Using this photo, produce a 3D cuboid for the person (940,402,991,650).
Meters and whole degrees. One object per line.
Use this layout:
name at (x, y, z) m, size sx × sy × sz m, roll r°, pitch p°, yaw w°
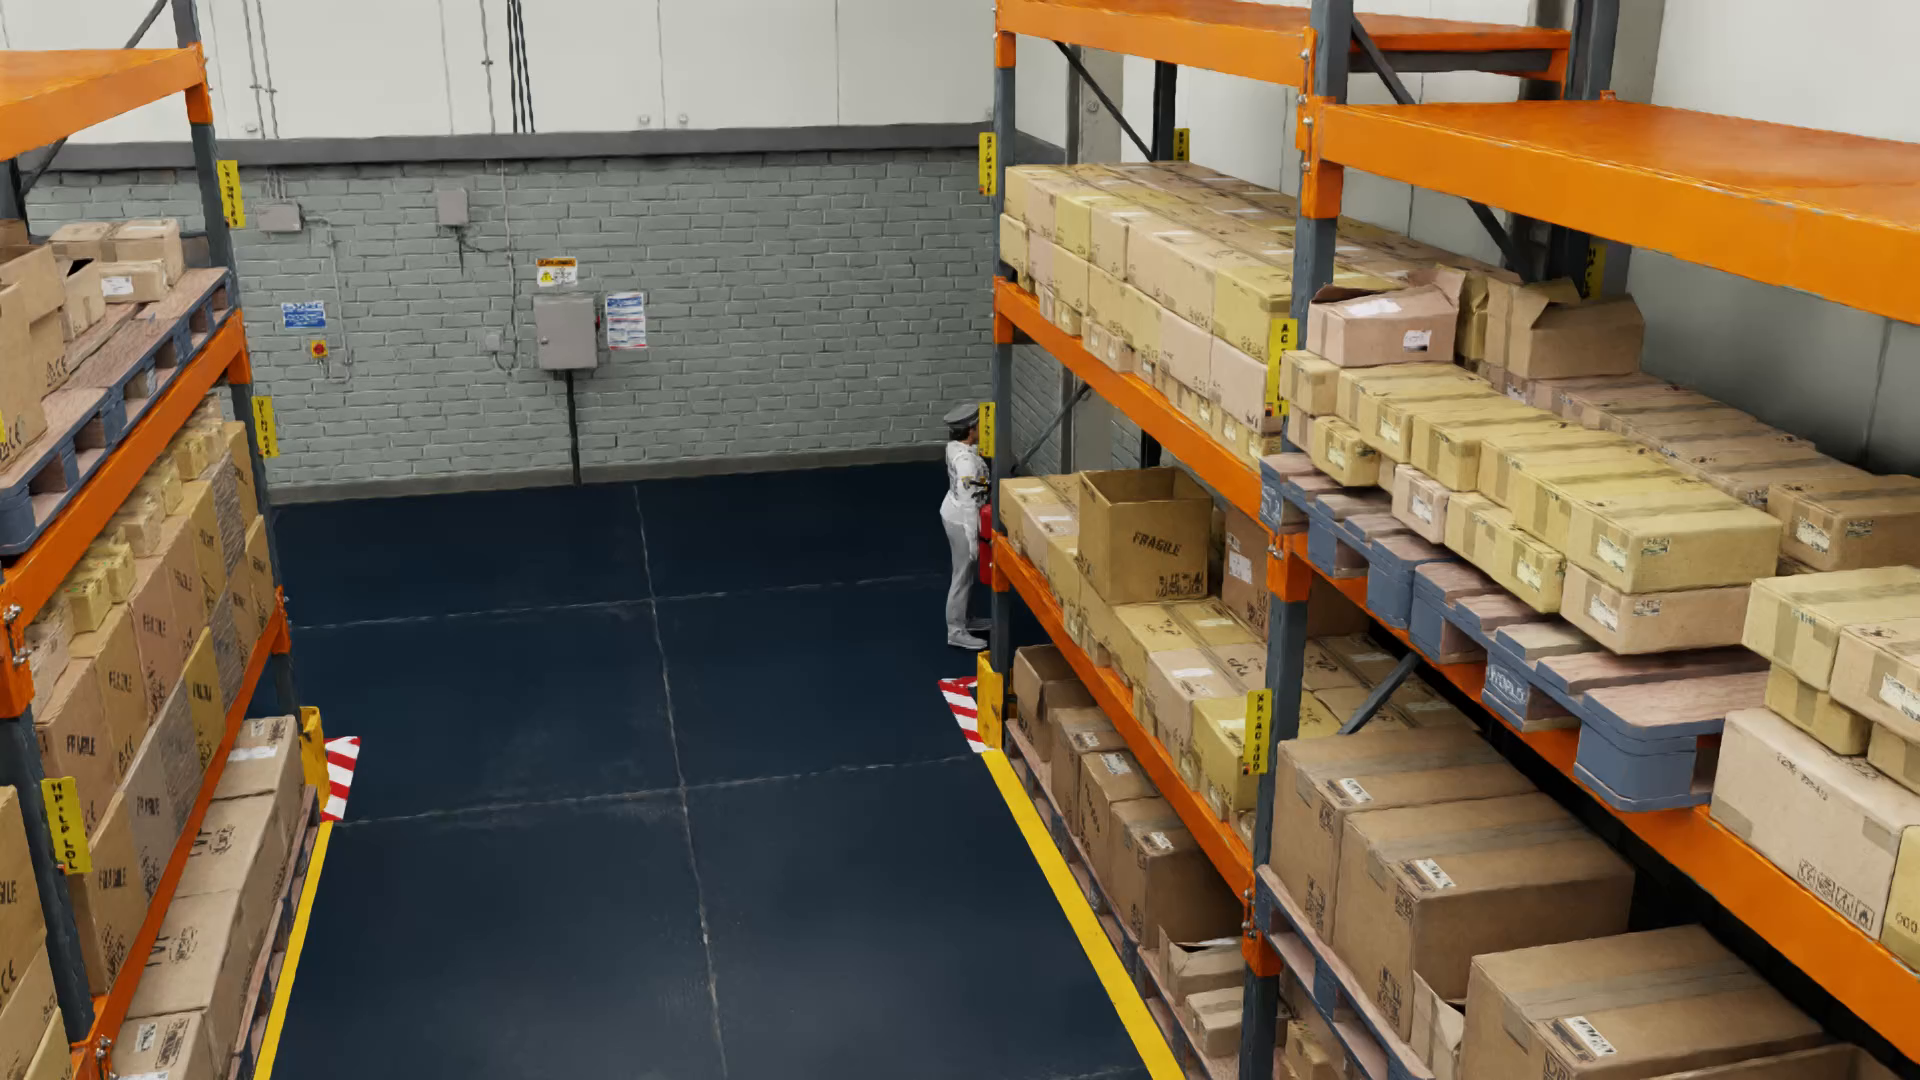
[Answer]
person at (0.075, -0.100, 11.258) m, size 0.403 × 1.690 × 0.552 m, roll -3°, pitch 20°, yaw -9°
